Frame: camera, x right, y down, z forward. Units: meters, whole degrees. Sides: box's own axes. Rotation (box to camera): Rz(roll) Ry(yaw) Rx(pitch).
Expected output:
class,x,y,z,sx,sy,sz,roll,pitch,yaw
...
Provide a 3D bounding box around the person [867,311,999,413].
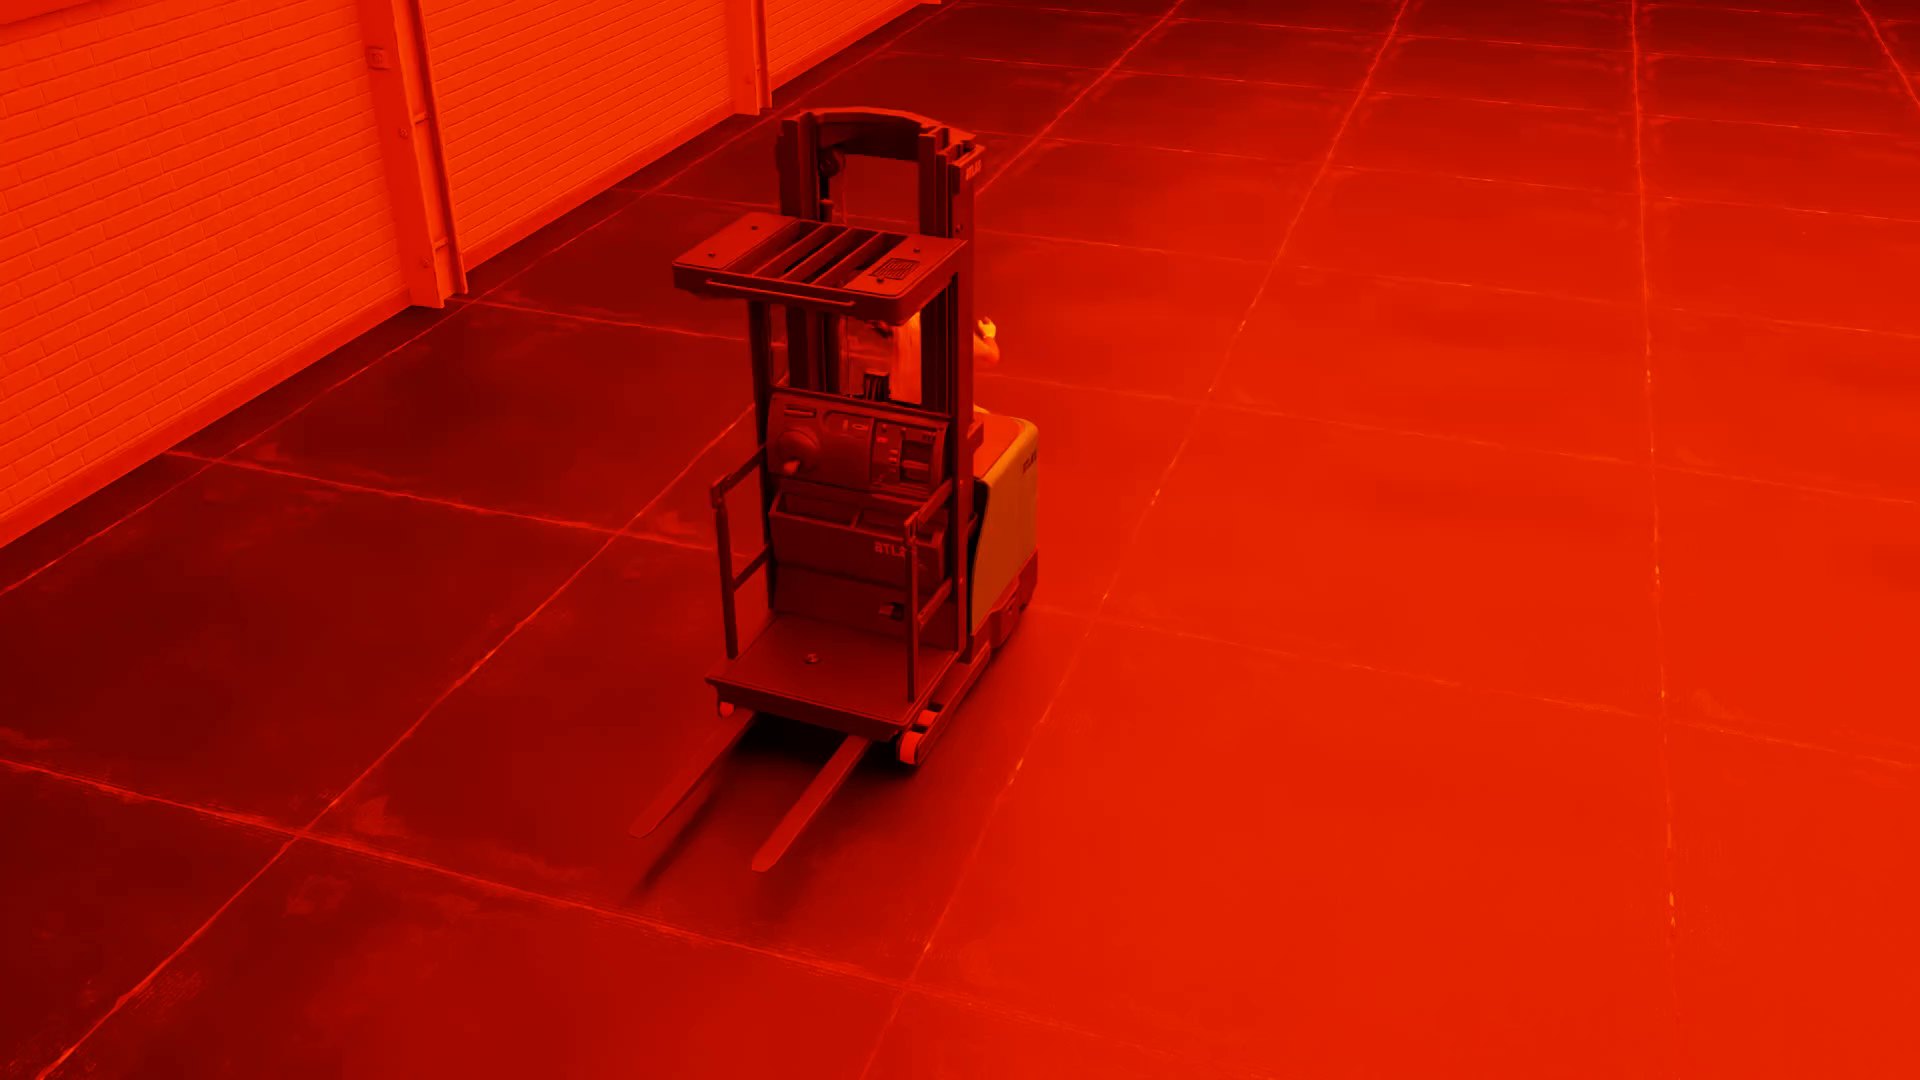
class,x,y,z,sx,sy,sz,roll,pitch,yaw
person,-0.108,-0.968,10.261,1.032,1.518,0.762,15,33,25

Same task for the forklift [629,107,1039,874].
class,x,y,z,sx,sy,sz,roll,pitch,yaw
forklift,-0.583,-0.406,7.848,1.130,2.935,3.031,11,32,19
